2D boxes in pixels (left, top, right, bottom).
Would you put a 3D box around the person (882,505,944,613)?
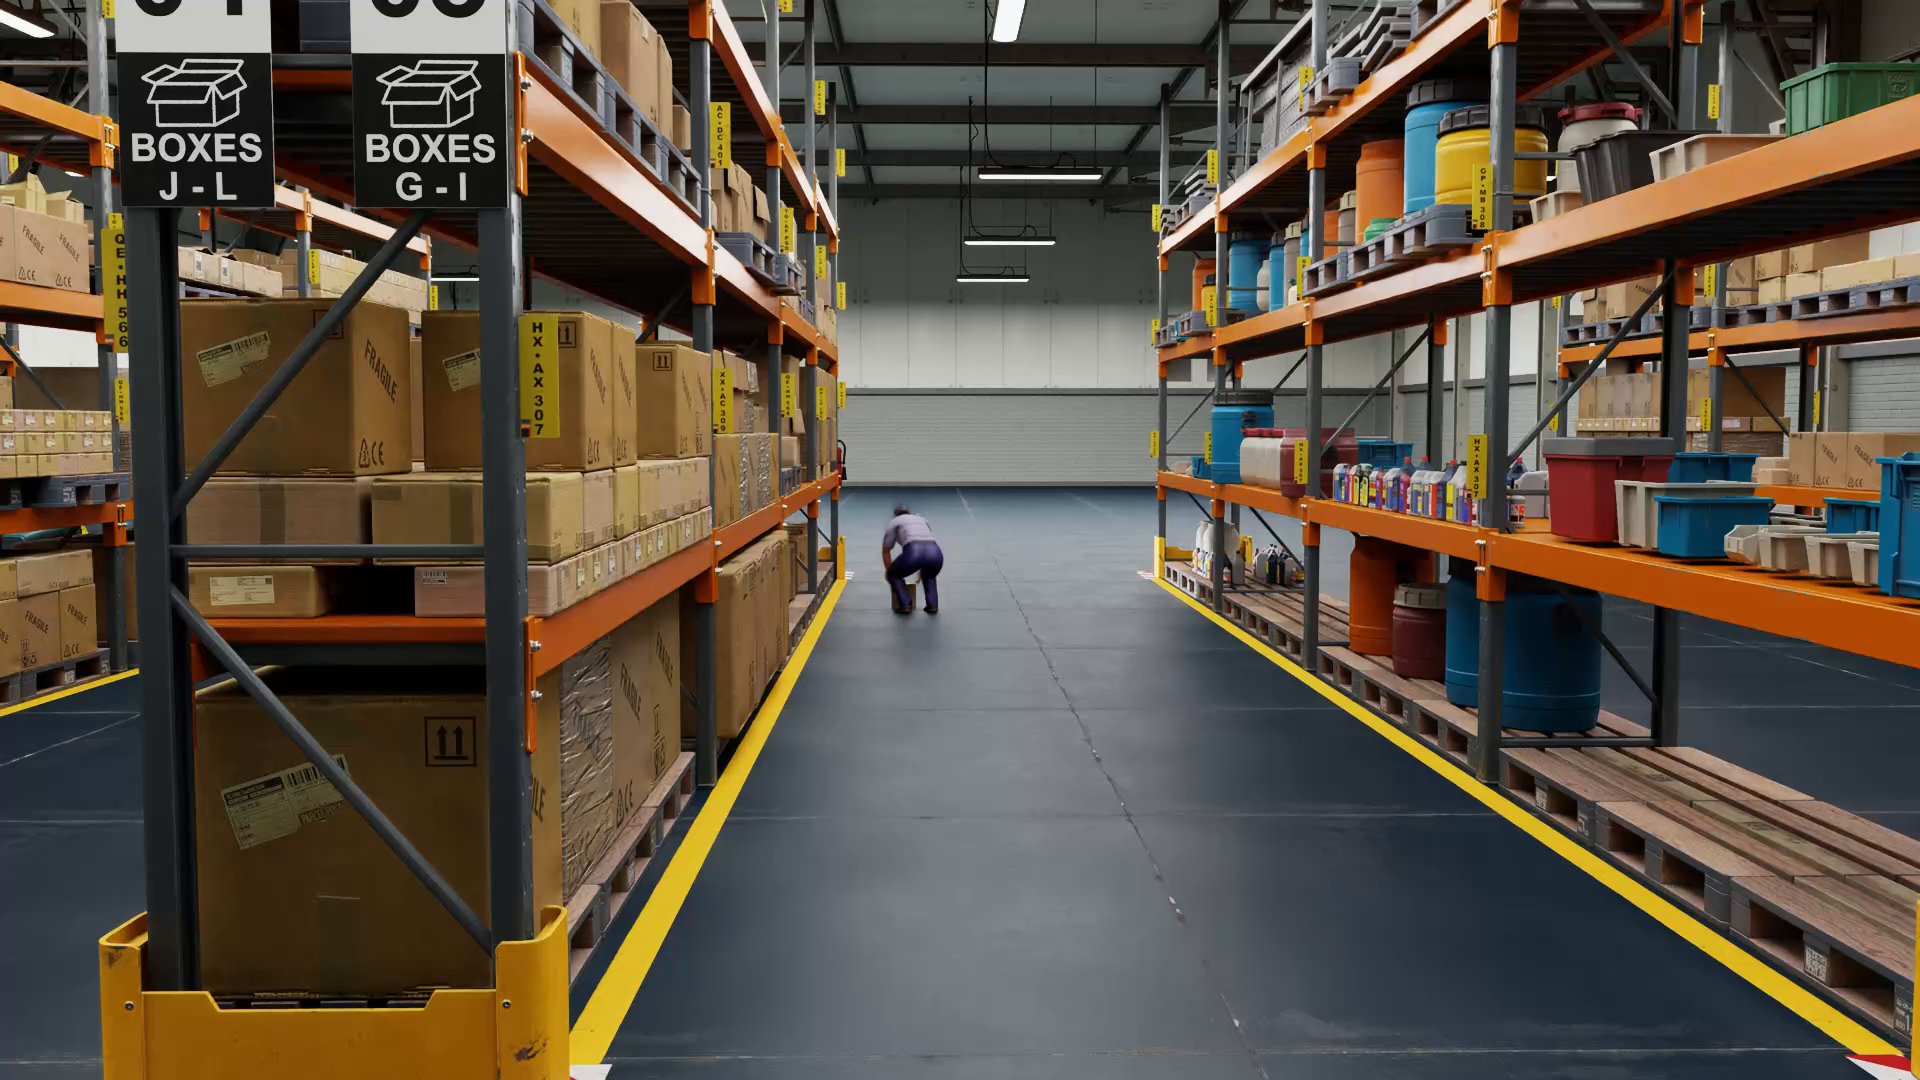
[{"bbox_3d":[-0.476,0.193,16.672,0.535,1.060,0.785,-1,4,-18],"label":"person"}]
